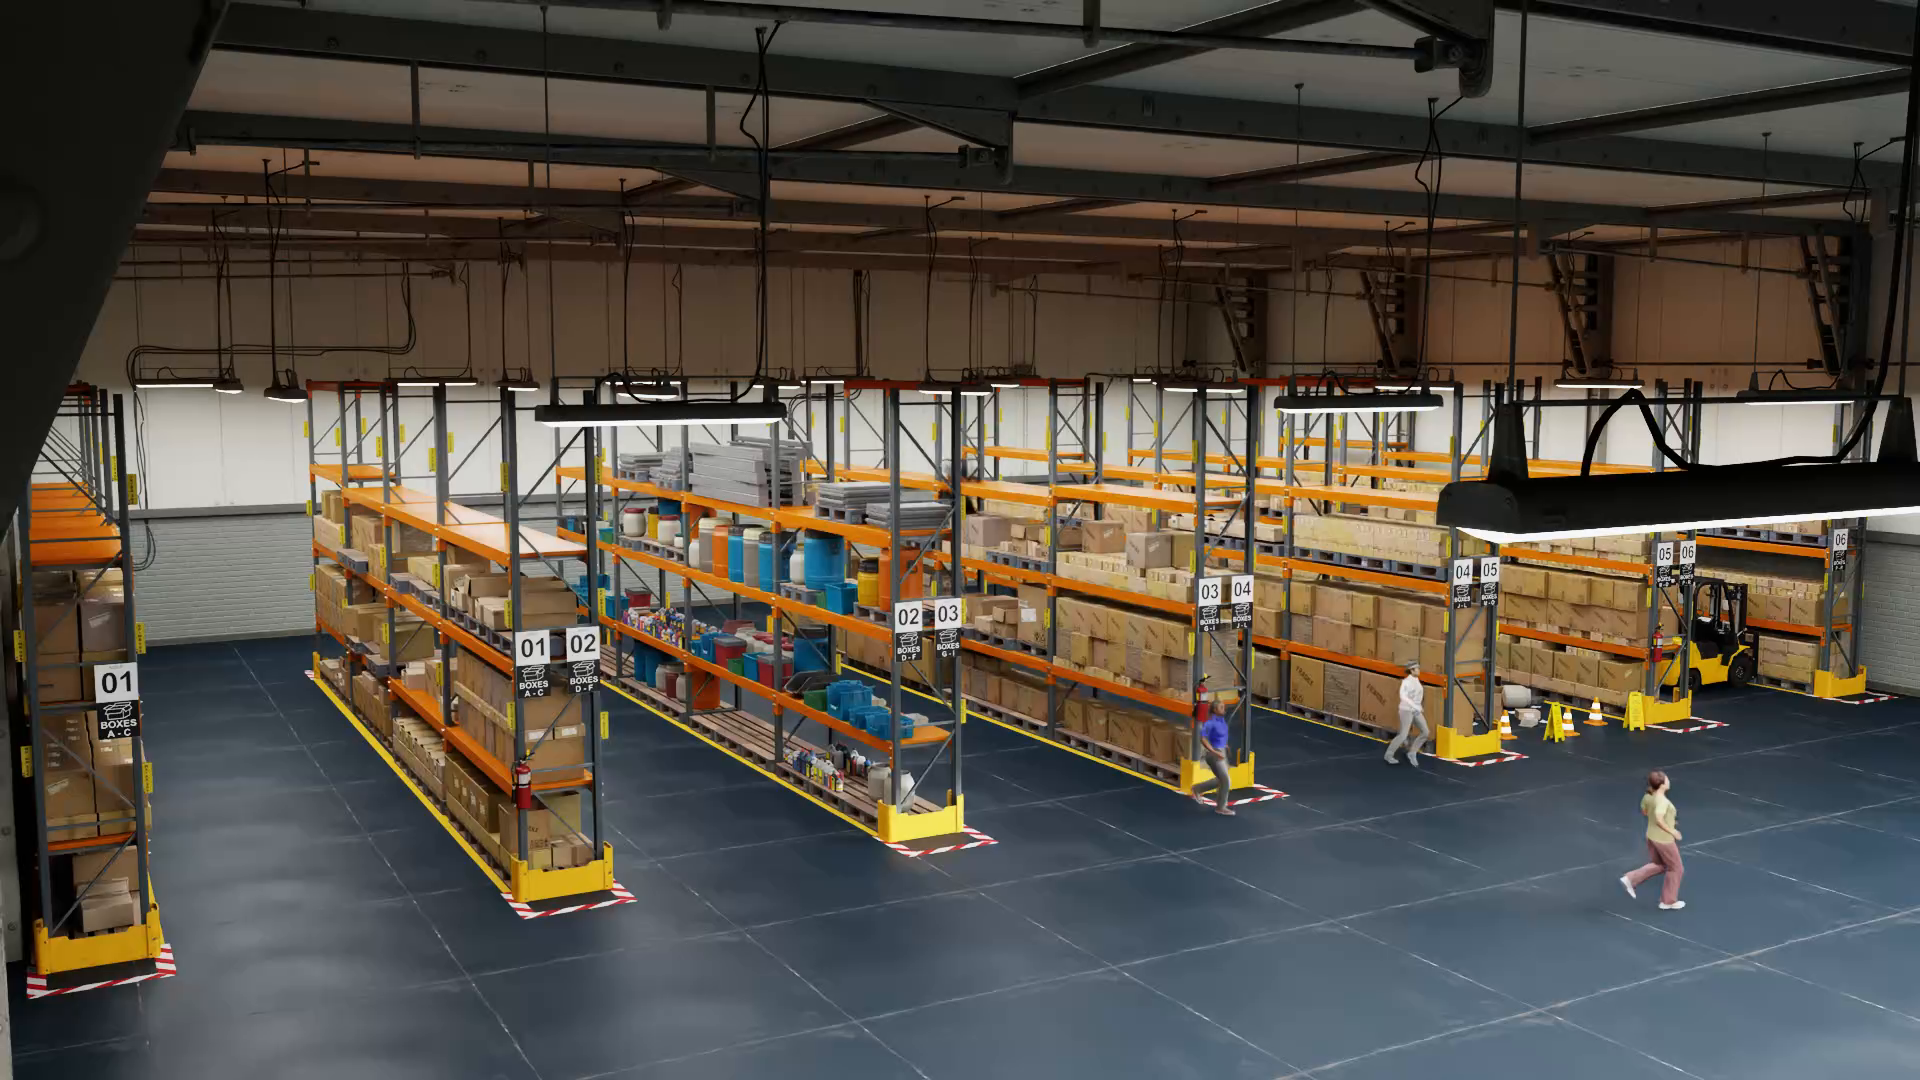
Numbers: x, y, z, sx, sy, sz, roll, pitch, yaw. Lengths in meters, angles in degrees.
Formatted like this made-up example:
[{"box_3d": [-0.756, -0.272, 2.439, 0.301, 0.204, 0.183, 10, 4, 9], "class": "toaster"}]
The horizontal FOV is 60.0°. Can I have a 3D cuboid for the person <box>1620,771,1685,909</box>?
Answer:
[{"box_3d": [8.068, 3.474, 19.253, 0.753, 1.628, 0.586, 0, 6, -4], "class": "person"}]

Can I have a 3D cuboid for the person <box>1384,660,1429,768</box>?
[{"box_3d": [7.117, 2.724, 26.266, 0.645, 1.685, 0.675, 6, 8, 42], "class": "person"}]

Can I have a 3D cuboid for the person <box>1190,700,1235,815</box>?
[{"box_3d": [3.559, 3.041, 23.391, 0.706, 1.593, 0.596, 4, 7, 31], "class": "person"}]

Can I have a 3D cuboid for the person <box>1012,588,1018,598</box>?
[{"box_3d": [1.463, 1.062, 41.861, 0.535, 1.649, 0.679, 4, 7, 35], "class": "person"}]
